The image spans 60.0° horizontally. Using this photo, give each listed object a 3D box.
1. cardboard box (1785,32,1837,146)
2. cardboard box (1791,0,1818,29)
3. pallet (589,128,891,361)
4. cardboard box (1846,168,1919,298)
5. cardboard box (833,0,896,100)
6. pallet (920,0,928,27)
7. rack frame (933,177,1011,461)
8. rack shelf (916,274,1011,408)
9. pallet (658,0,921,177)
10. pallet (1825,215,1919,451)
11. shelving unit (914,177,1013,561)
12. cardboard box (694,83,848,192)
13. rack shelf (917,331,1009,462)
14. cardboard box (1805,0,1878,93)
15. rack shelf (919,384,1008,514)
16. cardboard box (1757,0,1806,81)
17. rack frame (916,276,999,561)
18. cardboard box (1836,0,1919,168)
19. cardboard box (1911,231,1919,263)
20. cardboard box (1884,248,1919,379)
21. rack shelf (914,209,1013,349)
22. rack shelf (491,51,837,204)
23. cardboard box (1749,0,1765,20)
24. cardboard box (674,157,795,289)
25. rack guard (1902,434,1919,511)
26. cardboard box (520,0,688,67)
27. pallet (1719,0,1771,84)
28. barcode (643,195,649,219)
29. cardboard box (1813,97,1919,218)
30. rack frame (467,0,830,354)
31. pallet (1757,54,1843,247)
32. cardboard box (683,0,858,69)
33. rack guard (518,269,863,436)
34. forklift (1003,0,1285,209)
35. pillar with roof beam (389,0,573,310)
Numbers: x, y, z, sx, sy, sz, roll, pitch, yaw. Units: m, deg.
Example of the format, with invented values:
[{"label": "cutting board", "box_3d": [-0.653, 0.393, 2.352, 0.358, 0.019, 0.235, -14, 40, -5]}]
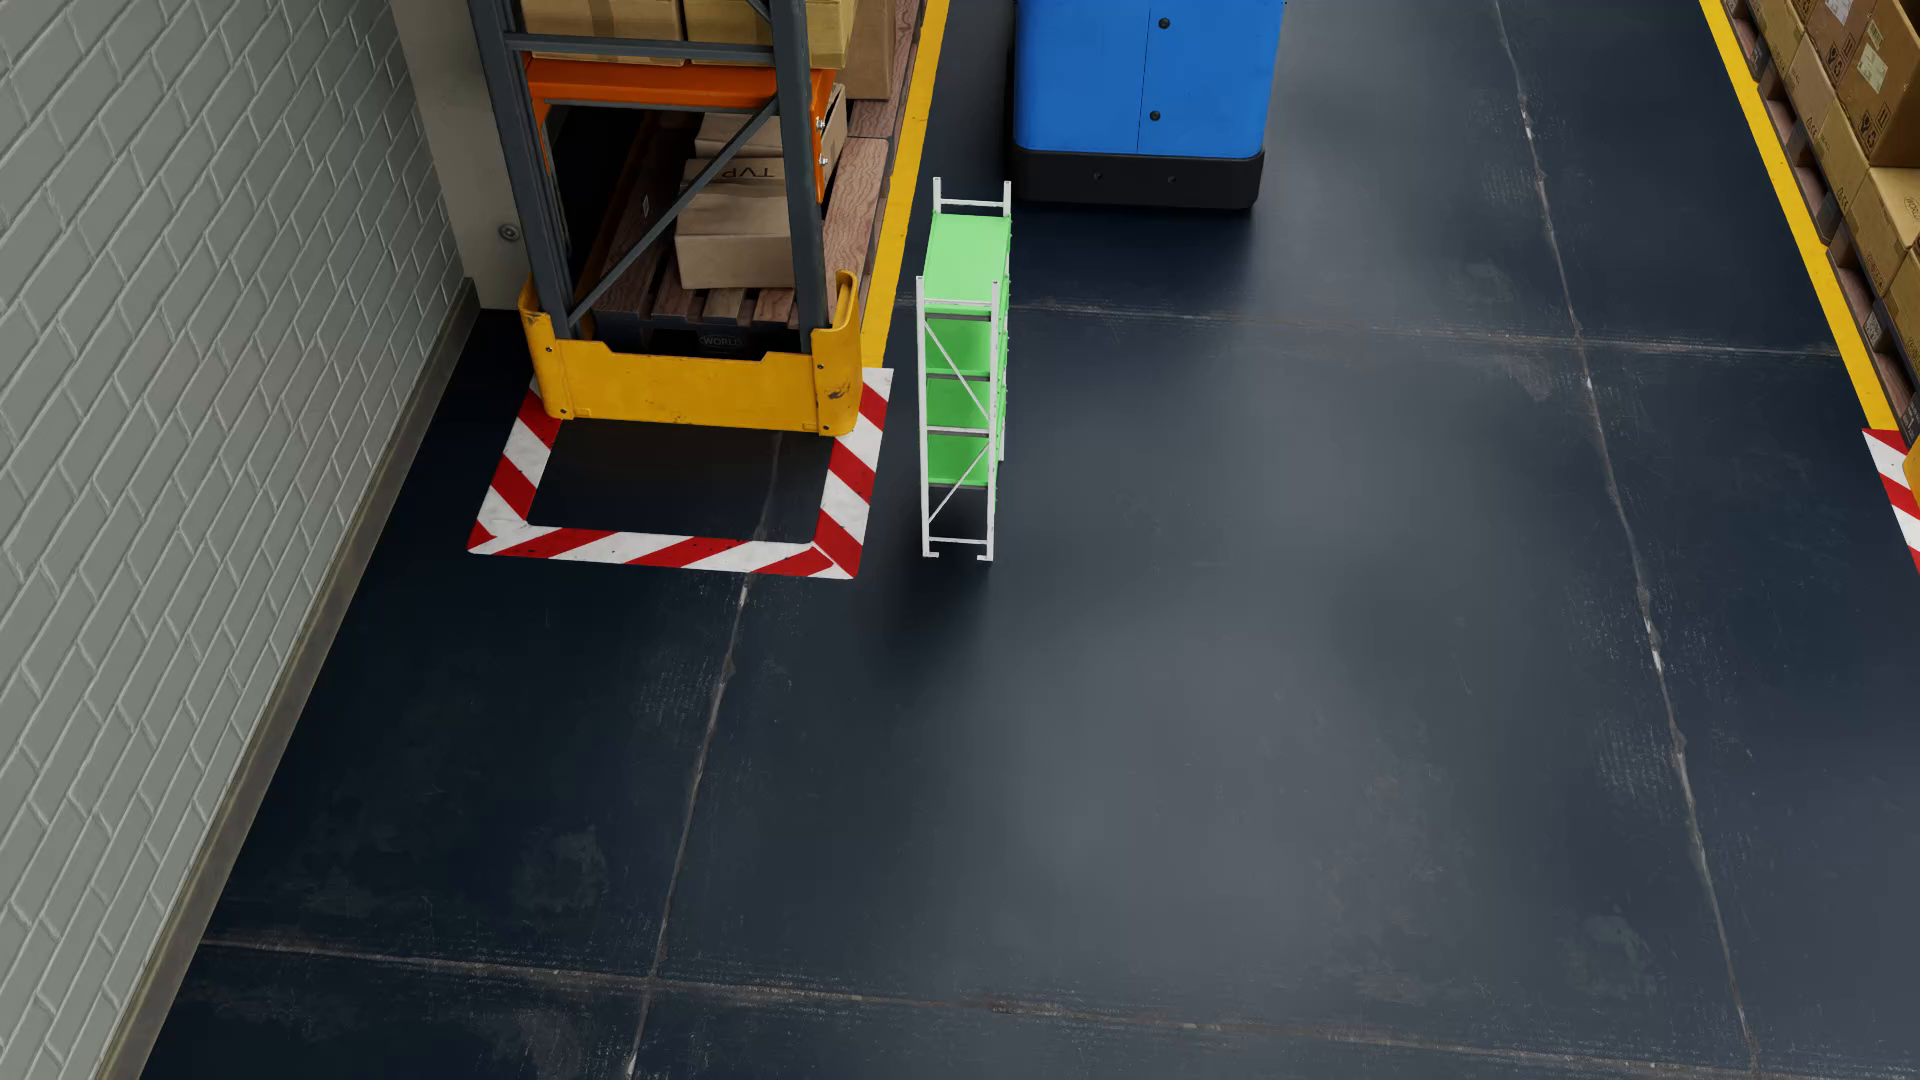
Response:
[{"label": "cardboard box", "box_3d": [3.847, -1.899, 7.033, 0.500, 0.250, 0.500, 4, 48, 4]}, {"label": "cardboard box", "box_3d": [3.887, -2.520, 7.093, 0.500, 0.500, 0.500, 4, 48, 4]}, {"label": "pallet", "box_3d": [-0.850, -1.208, 6.712, 1.003, 0.211, 1.213, 4, 48, 4]}, {"label": "cardboard box", "box_3d": [3.755, -1.164, 6.361, 0.500, 0.250, 0.500, 4, 48, 4]}, {"label": "cardboard box", "box_3d": [-0.645, -2.260, 7.181, 0.700, 0.500, 0.500, 1, 48, 1]}, {"label": "pallet", "box_3d": [-0.628, -3.001, 8.352, 1.003, 0.211, 1.213, 4, 48, 4]}, {"label": "rack frame", "box_3d": [0.037, -0.706, 5.582, 0.240, 1.200, 0.015, 4, 48, 4]}, {"label": "rack shelf", "box_3d": [0.015, -0.645, 5.289, 0.258, 0.148, 0.480, 4, 48, 4]}, {"label": "pallet", "box_3d": [-0.736, -2.102, 7.529, 1.003, 0.211, 1.213, 4, 48, 4]}, {"label": "pallet", "box_3d": [3.995, -0.792, 6.331, 1.003, 0.211, 1.213, 4, 48, 4]}, {"label": "shelving unit", "box_3d": [0.015, -0.527, 5.418, 0.258, 1.200, 0.503, 4, 48, 4]}, {"label": "cardboard box", "box_3d": [-0.762, -1.661, 6.760, 0.500, 0.311, 0.500, 7, 48, 7]}, {"label": "rack shelf", "box_3d": [0.015, -0.483, 5.466, 0.258, 0.148, 0.480, 4, 48, 4]}, {"label": "cardboard box", "box_3d": [3.843, -2.152, 6.756, 0.500, 0.500, 0.500, 4, 48, 4]}, {"label": "rack shelf", "box_3d": [0.015, -0.321, 5.643, 0.258, 0.148, 0.480, 4, 48, 4]}, {"label": "cardboard box", "box_3d": [3.886, -2.267, 7.369, 0.500, 0.250, 0.500, 4, 48, 4]}, {"label": "rack frame", "box_3d": [-0.007, -0.347, 5.255, 0.240, 1.200, 0.015, 4, 48, 4]}, {"label": "cardboard box", "box_3d": [3.796, -1.785, 6.420, 0.500, 0.500, 0.500, 4, 48, 4]}, {"label": "cardboard box", "box_3d": [3.720, -1.049, 5.747, 0.500, 0.500, 0.500, 4, 48, 4]}, {"label": "cardboard box", "box_3d": [3.722, -0.796, 6.024, 0.500, 0.250, 0.500, 4, 48, 4]}, {"label": "rack shelf", "box_3d": [0.015, -0.807, 5.111, 0.258, 0.148, 0.480, 4, 48, 4]}, {"label": "rack shelf", "box_3d": [-0.784, -2.725, 6.698, 1.077, 0.370, 4.000, 4, 48, 4]}, {"label": "cardboard box", "box_3d": [3.937, -2.634, 7.705, 0.500, 0.250, 0.500, 4, 48, 4]}, {"label": "cardboard box", "box_3d": [-0.814, -1.242, 6.377, 0.500, 0.311, 0.500, -1, 48, -1]}, {"label": "rack guard", "box_3d": [3.965, -0.307, 5.692, 1.175, 0.500, 0.348, 4, 48, 4]}, {"label": "cardboard box", "box_3d": [-1.117, -1.811, 5.462, 0.500, 0.250, 0.500, 4, 48, 4]}, {"label": "pallet", "box_3d": [4.218, -2.585, 7.971, 1.003, 0.211, 1.213, 4, 48, 4]}, {"label": "barcode", "box_3d": [-1.210, -1.285, 6.411, 0.001, 0.075, 0.075, 4, 48, 4]}, {"label": "cardboard box", "box_3d": [3.799, -1.532, 6.697, 0.500, 0.250, 0.500, 4, 48, 4]}, {"label": "rack frame", "box_3d": [-0.966, -1.499, 5.088, 1.000, 3.000, 0.127, 4, 48, 4]}, {"label": "pallet", "box_3d": [4.109, -1.686, 7.149, 1.003, 0.211, 1.213, 4, 48, 4]}, {"label": "cardboard box", "box_3d": [-0.606, -1.792, 5.444, 0.500, 0.250, 0.500, 3, 48, 2]}, {"label": "rack guard", "box_3d": [-0.959, -0.711, 6.061, 1.175, 0.500, 0.348, 4, 48, 4]}, {"label": "forklift", "box_3d": [0.826, -3.451, 6.920, 1.130, 2.935, 3.031, 3, 48, 3]}, {"label": "pillar with roof beam", "box_3d": [2.523, -3.806, 3.133, 9.100, 9.000, 0.400, 4, 48, 4]}]
